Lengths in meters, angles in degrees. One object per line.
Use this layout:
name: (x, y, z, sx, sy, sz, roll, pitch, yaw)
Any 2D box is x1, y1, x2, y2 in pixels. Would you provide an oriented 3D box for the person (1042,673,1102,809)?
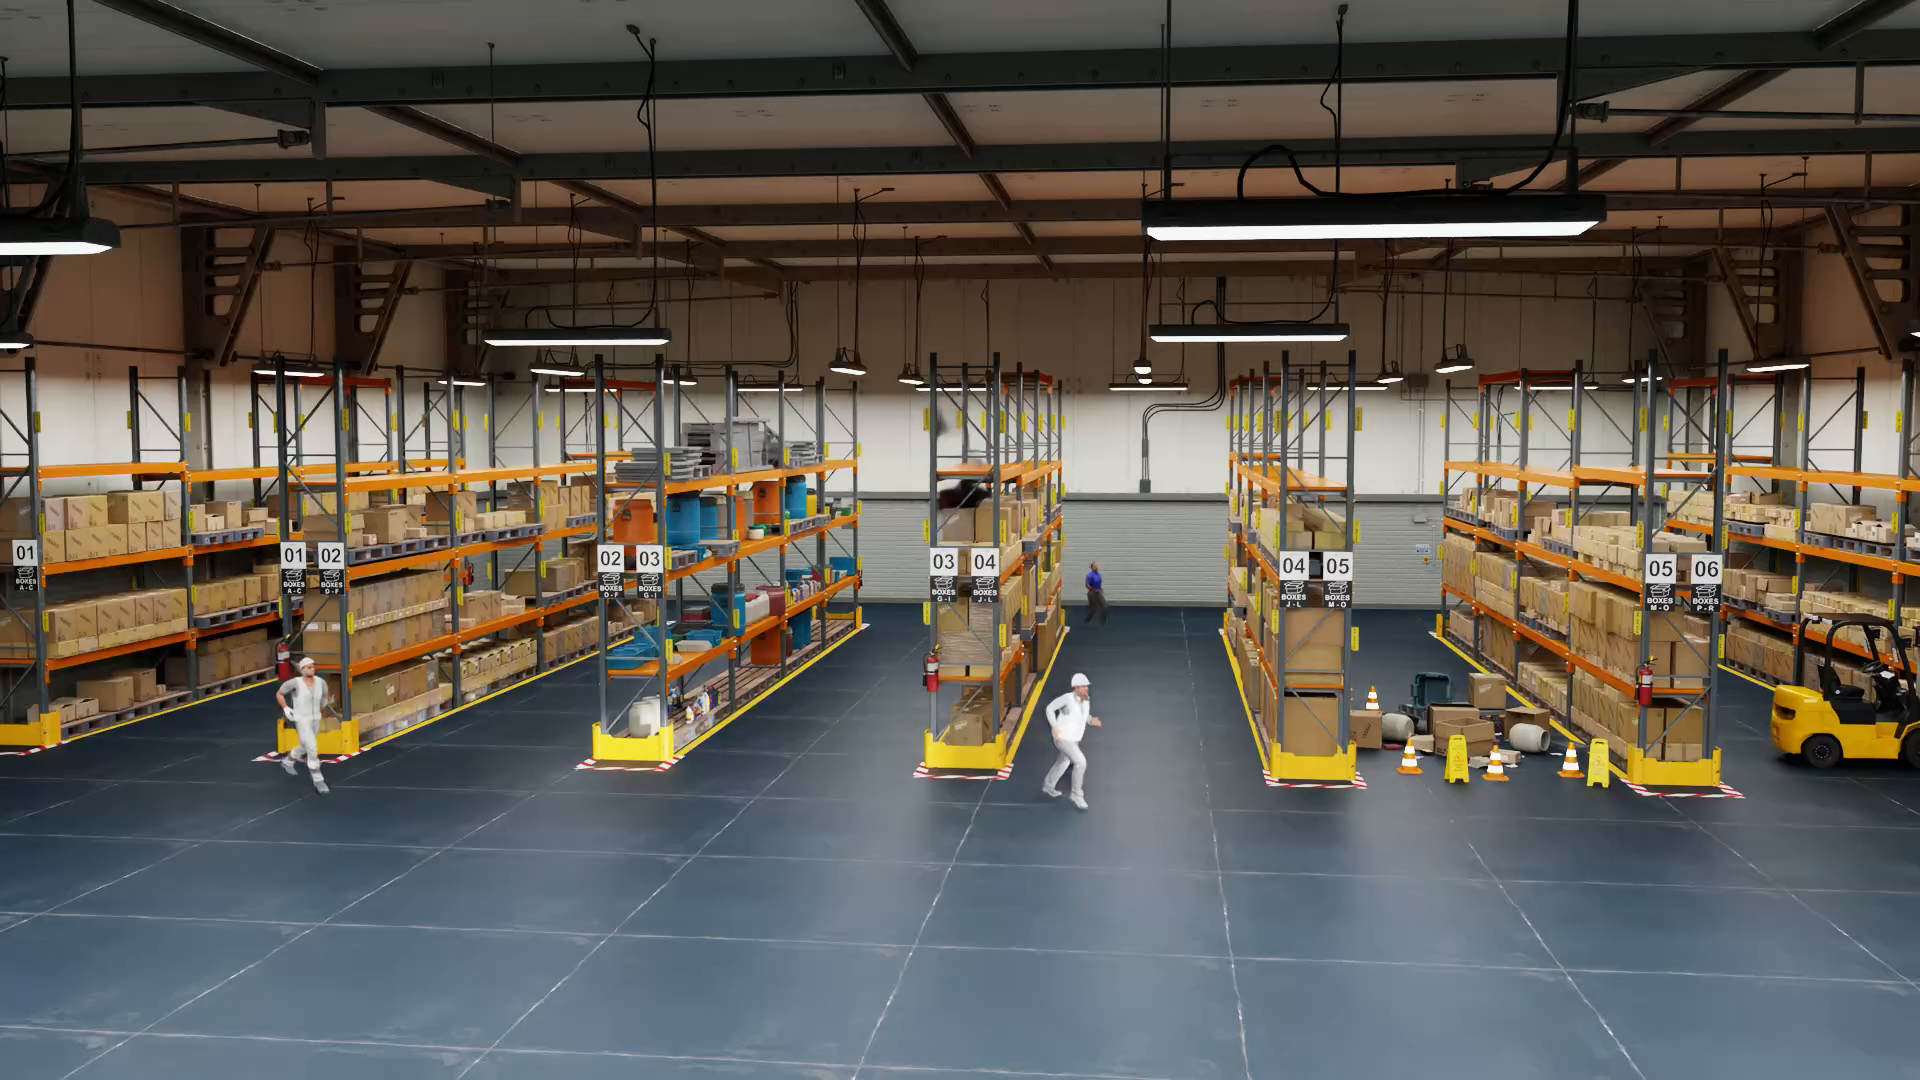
person: (1.404, 2.611, 21.800, 0.913, 1.770, 0.677, 3, 5, 40)

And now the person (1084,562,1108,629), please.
person: (3.224, 1.380, 40.409, 0.707, 1.710, 0.616, 4, 6, 43)

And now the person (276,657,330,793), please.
person: (-8.970, 2.514, 22.814, 1.057, 1.837, 0.624, 2, 5, 30)
